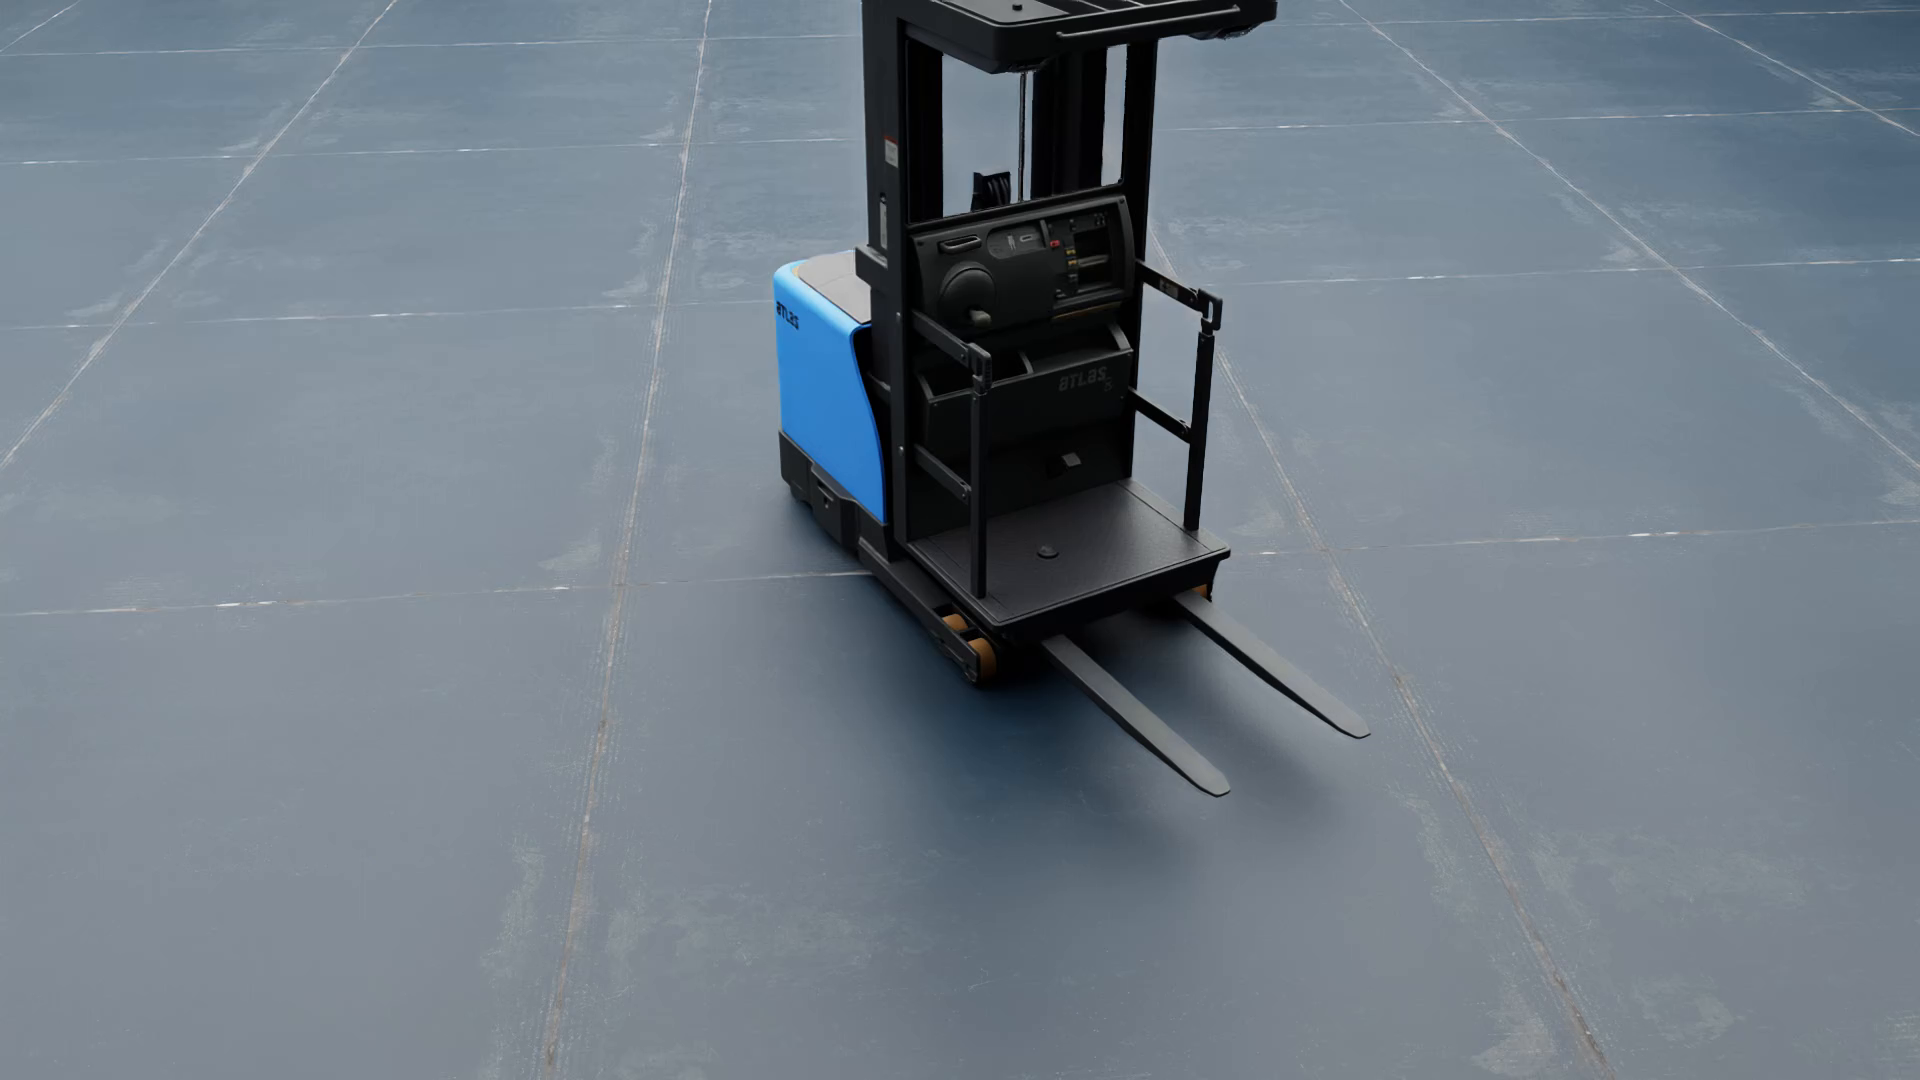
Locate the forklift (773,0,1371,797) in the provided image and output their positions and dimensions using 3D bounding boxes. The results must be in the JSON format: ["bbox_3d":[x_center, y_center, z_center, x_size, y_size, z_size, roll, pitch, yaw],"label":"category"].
[{"bbox_3d":[0.359,-0.987,6.045,1.130,2.935,3.031,-17,35,-26],"label":"forklift"}]
